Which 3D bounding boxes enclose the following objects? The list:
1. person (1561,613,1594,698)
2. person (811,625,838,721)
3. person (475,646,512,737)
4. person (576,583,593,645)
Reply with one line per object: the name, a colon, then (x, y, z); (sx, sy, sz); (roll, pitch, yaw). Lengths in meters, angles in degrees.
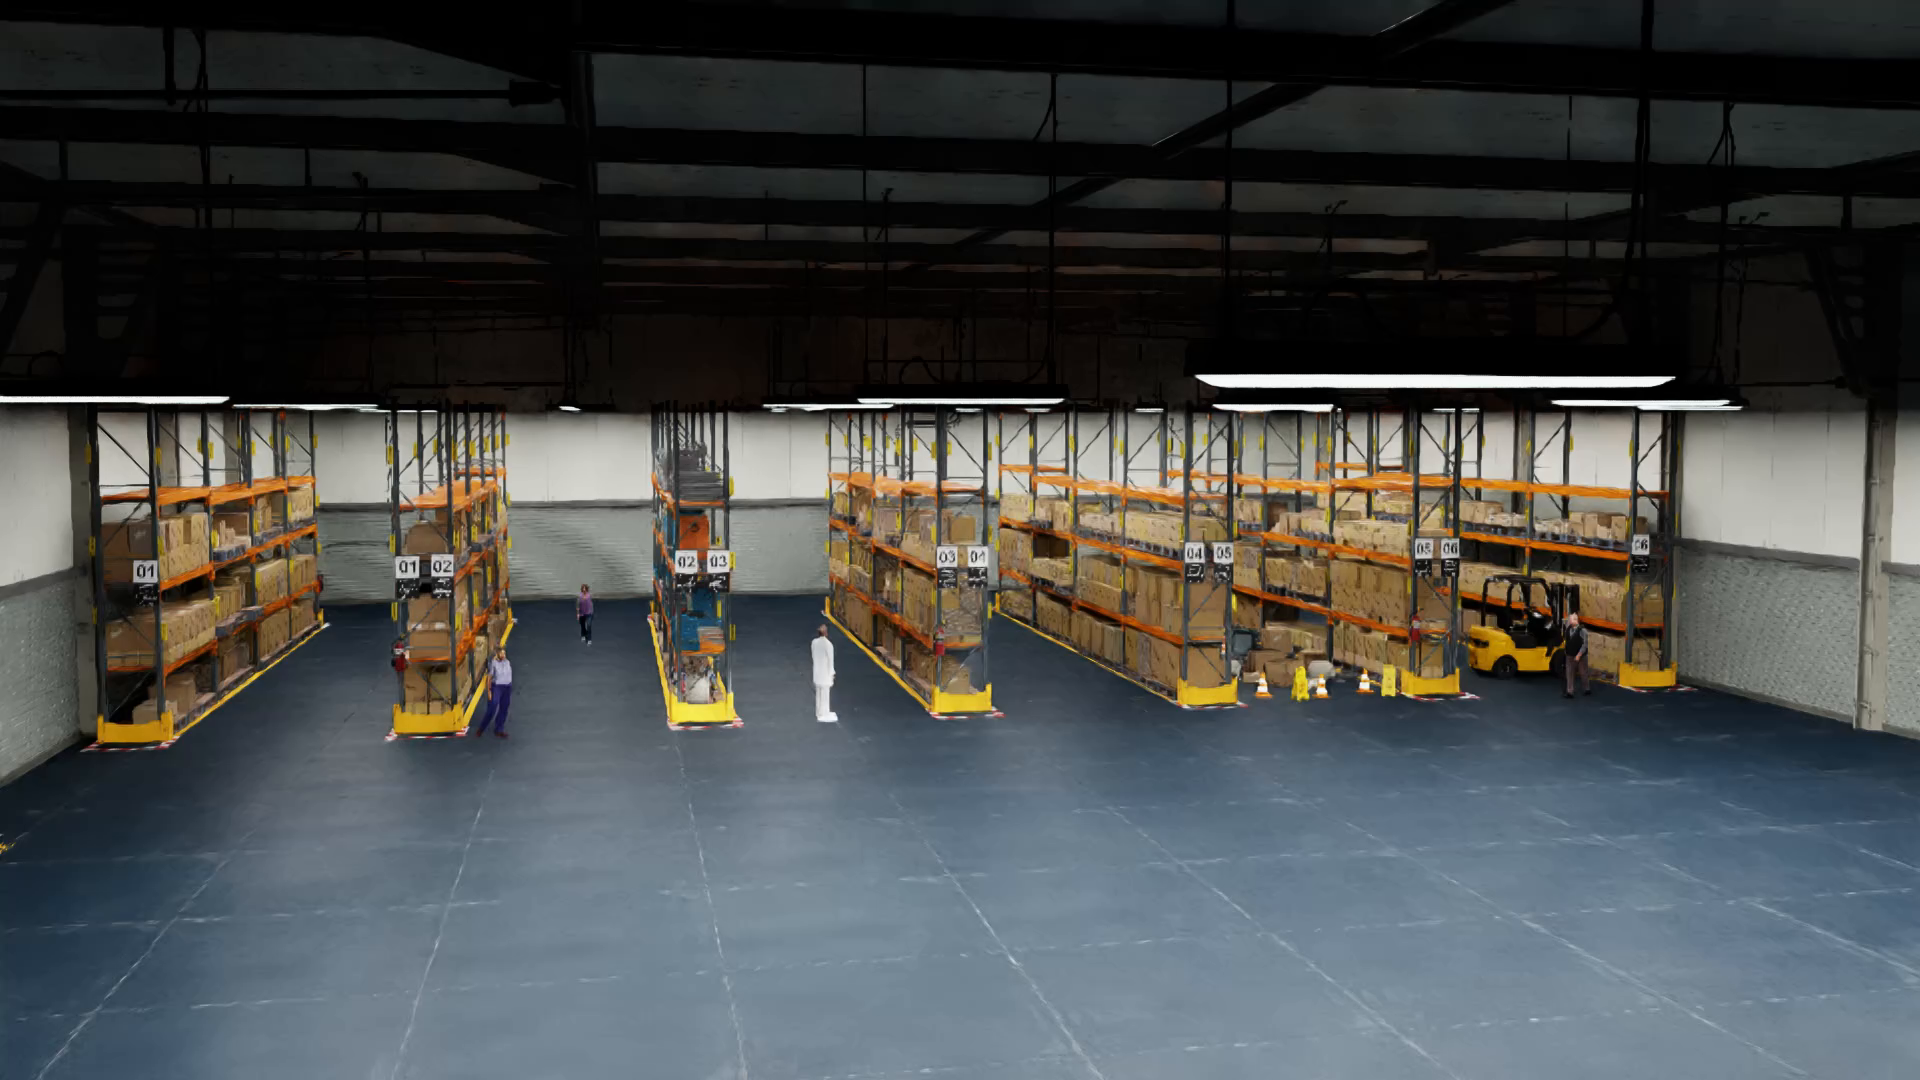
person: (12.509, 2.333, 33.708); (0.701, 1.718, 0.555); (-4, 6, -40)
person: (-2.515, 2.472, 31.126); (0.515, 1.785, 0.638); (-4, 6, -40)
person: (-8.246, 2.684, 29.423); (0.500, 1.641, 0.654); (3, 5, 38)
person: (-9.361, 1.833, 41.467); (0.417, 1.504, 1.036); (-1, 4, -9)
